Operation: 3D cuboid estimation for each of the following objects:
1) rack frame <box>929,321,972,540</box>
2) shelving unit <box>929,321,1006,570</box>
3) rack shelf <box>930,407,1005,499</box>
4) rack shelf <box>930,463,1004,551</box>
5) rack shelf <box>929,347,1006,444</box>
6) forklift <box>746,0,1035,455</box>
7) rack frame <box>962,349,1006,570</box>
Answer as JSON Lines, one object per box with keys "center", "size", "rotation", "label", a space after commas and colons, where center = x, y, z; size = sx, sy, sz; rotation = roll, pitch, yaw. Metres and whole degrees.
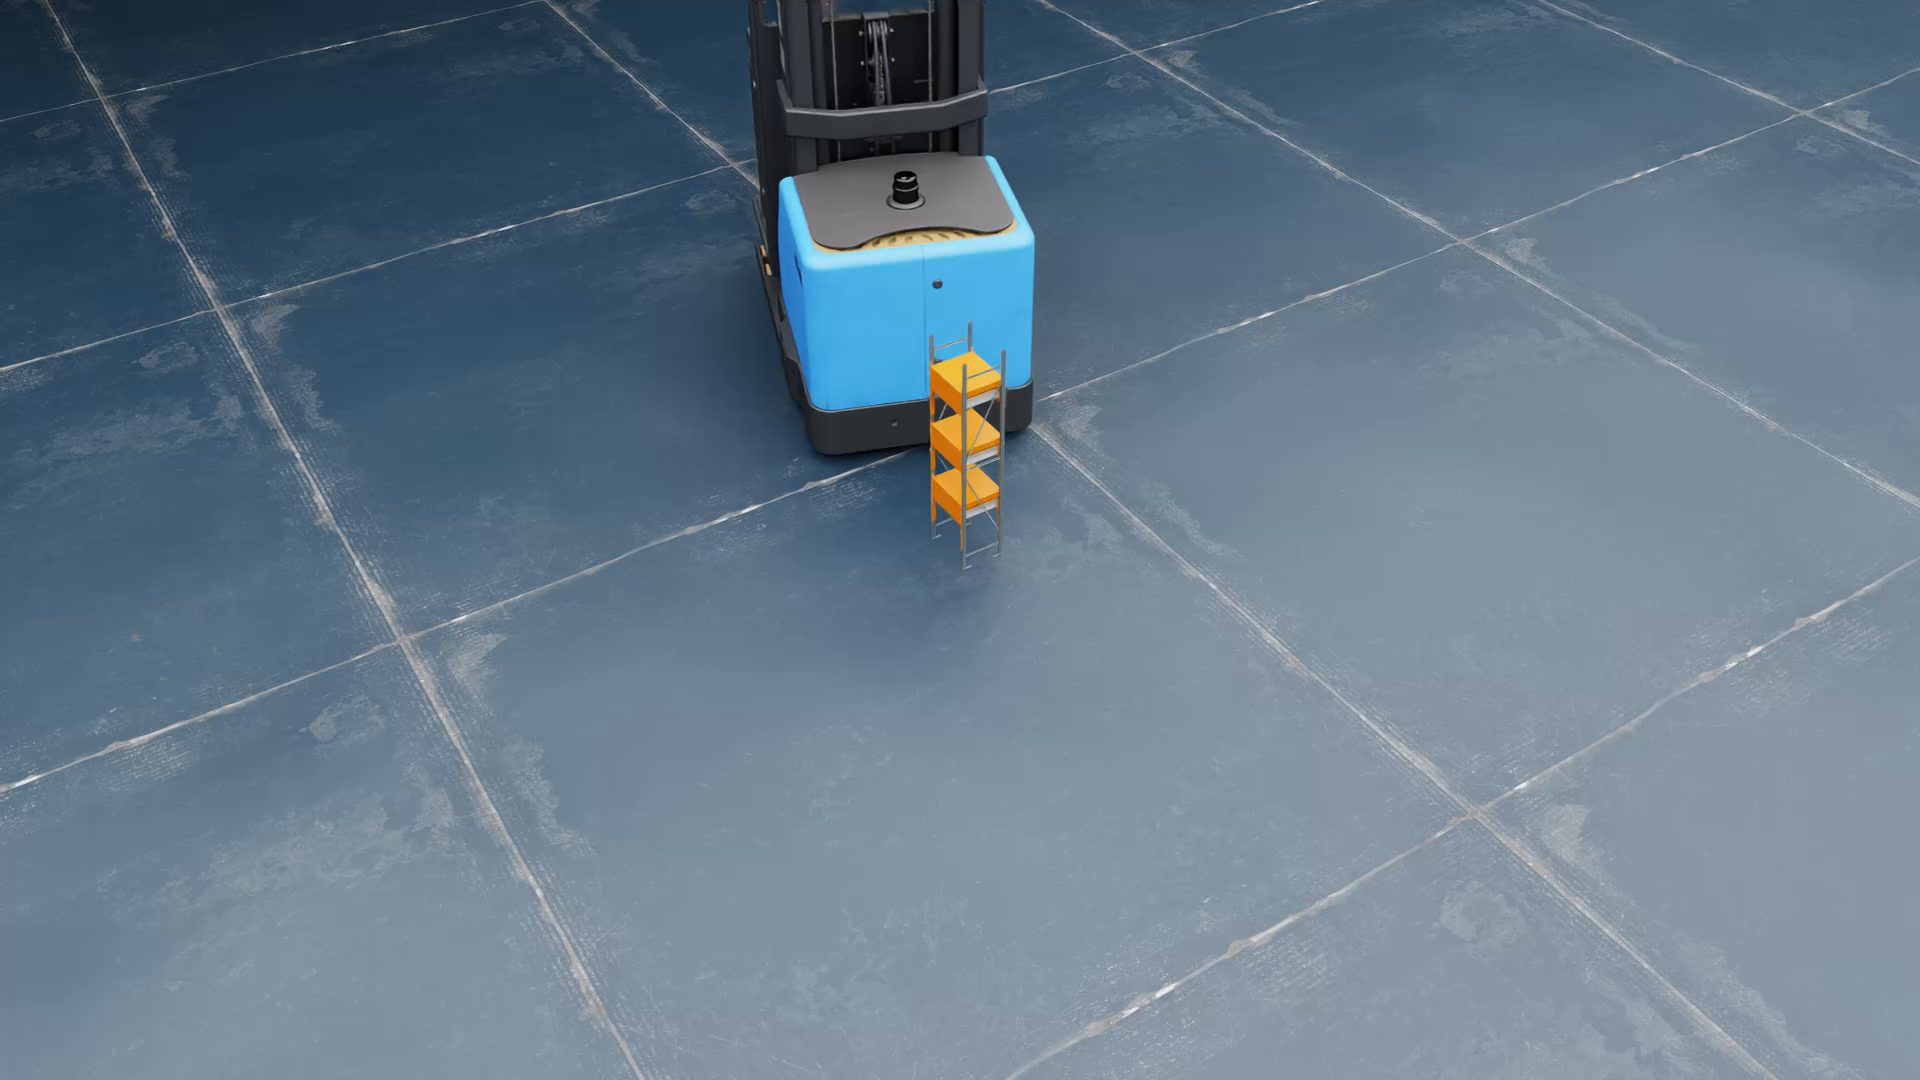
{"center": [-0.037, -0.440, 6.958], "size": [0.200, 1.050, 0.008], "rotation": [-22, 45, -24], "label": "rack frame"}
{"center": [0.029, -0.374, 6.879], "size": [0.215, 1.050, 0.252], "rotation": [-22, 45, -24], "label": "shelving unit"}
{"center": [0.029, -0.366, 6.886], "size": [0.215, 0.259, 0.240], "rotation": [-22, 45, -24], "label": "rack shelf"}
{"center": [0.029, -0.153, 7.064], "size": [0.215, 0.259, 0.240], "rotation": [-22, 45, -24], "label": "rack shelf"}
{"center": [0.029, -0.584, 6.704], "size": [0.215, 0.259, 0.240], "rotation": [-22, 45, -24], "label": "rack shelf"}
{"center": [-0.480, -2.466, 7.919], "size": [1.130, 2.935, 3.031], "rotation": [-8, 40, -10], "label": "forklift"}
{"center": [0.094, -0.309, 6.800], "size": [0.200, 1.050, 0.008], "rotation": [-22, 45, -24], "label": "rack frame"}
